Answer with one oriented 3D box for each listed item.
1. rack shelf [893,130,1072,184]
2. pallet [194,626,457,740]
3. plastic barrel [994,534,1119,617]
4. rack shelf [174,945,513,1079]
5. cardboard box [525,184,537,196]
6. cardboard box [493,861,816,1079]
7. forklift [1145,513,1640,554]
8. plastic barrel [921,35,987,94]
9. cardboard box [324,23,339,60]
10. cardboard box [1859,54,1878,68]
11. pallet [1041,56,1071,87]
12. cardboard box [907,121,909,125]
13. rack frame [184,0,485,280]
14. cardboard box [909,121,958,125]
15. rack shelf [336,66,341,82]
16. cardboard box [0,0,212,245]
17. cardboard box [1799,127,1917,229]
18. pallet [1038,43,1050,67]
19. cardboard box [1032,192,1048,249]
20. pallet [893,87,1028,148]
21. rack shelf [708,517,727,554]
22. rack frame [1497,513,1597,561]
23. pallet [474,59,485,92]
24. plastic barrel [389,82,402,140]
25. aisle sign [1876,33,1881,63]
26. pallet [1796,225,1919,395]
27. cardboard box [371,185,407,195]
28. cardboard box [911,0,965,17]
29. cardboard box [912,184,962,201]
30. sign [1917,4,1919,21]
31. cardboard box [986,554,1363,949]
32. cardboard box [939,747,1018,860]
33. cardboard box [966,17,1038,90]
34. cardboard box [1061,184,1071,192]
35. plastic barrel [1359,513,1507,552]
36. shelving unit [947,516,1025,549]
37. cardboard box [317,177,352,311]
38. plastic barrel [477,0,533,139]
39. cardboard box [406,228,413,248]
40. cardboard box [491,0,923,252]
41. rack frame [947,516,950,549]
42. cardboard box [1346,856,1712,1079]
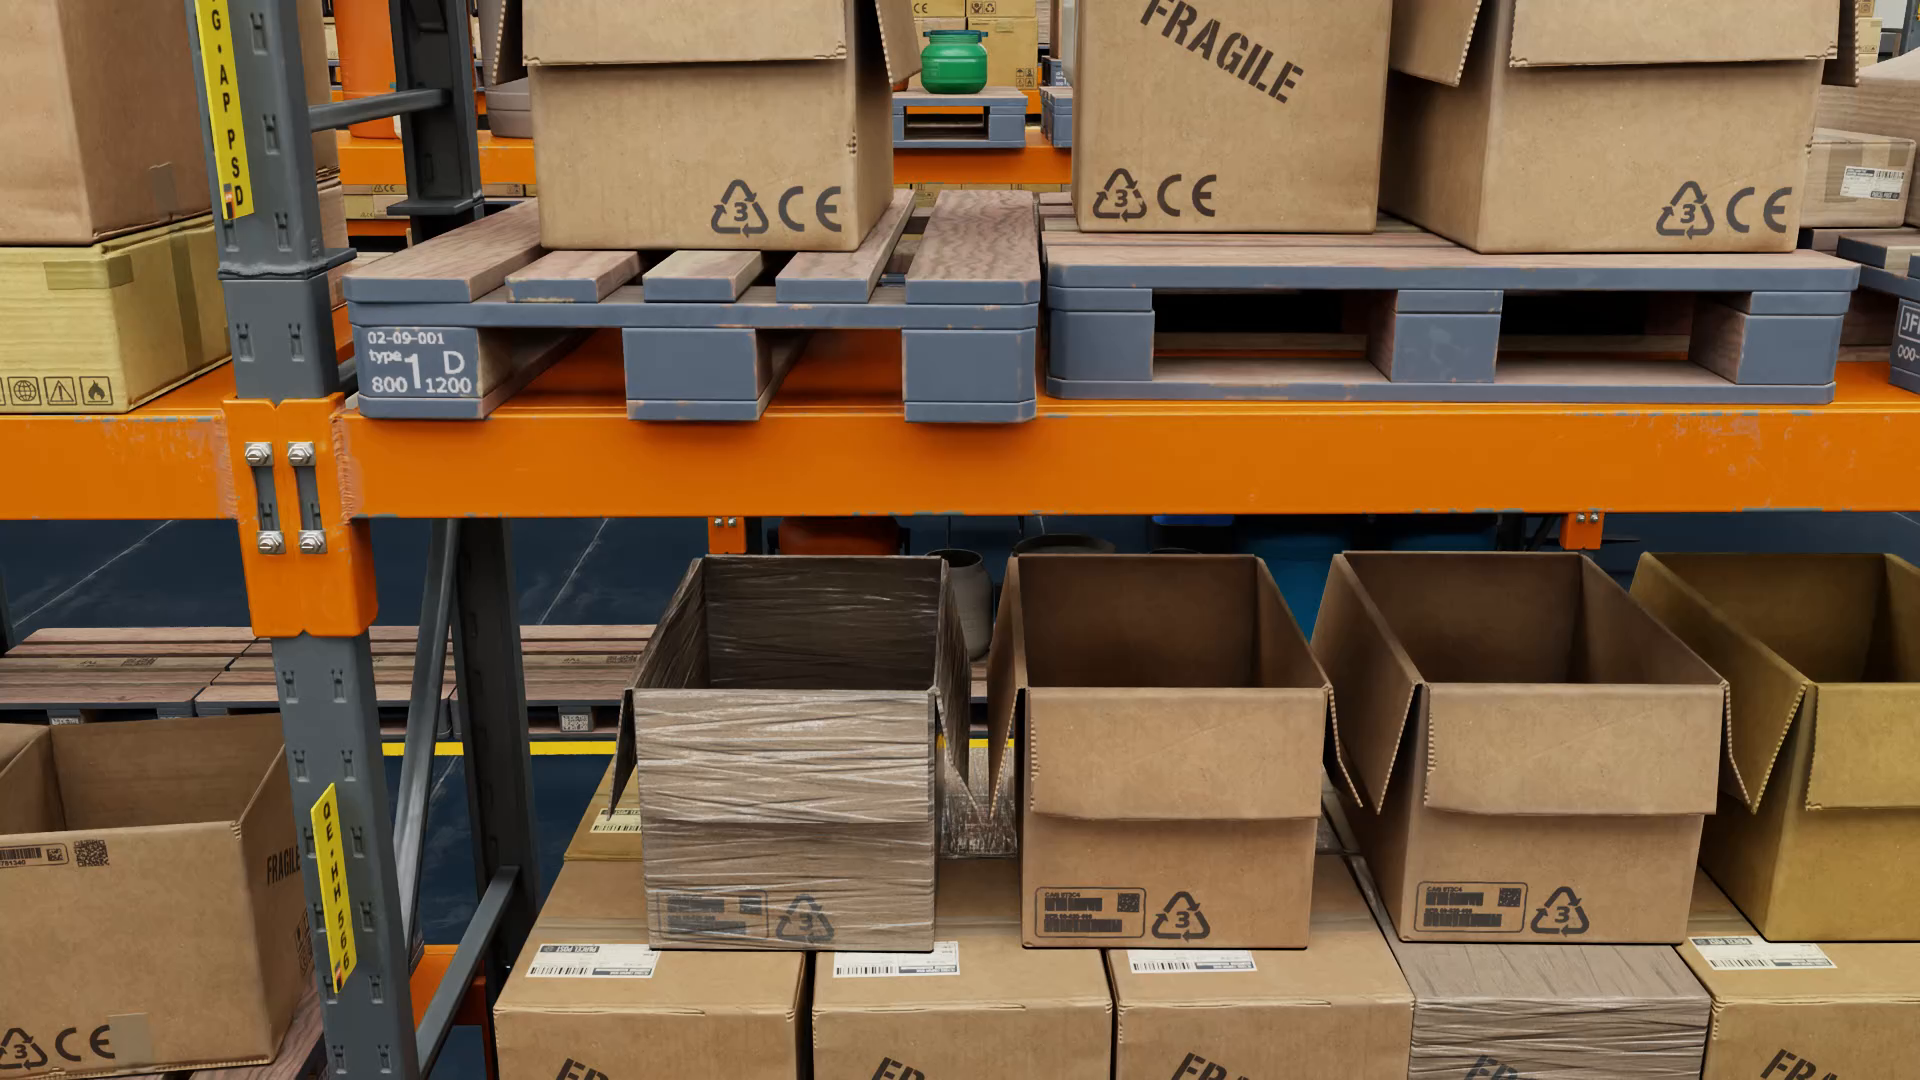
[{"bbox_3d":[0.910,-1.707,7.724,4.000,0.370,1.077,0,18,-1],"label":"rack shelf"},{"bbox_3d":[-3.082,0.713,8.478,1.213,0.211,1.003,0,18,-1],"label":"pallet"},{"bbox_3d":[0.528,0.324,8.387,0.708,0.588,0.600,0,18,-1],"label":"plastic barrel"},{"bbox_3d":[-3.011,1.254,3.406,4.000,0.370,1.077,0,18,-1],"label":"rack shelf"},{"bbox_3d":[-4.177,-3.867,17.309,0.500,0.500,0.700,2,18,5],"label":"cardboard box"},{"bbox_3d":[-0.521,0.935,3.060,0.500,0.500,0.500,0,18,1],"label":"cardboard box"},{"bbox_3d":[2.739,-1.319,10.362,3.031,2.935,1.130,1,18,4],"label":"forklift"},{"bbox_3d":[-0.027,-2.100,7.341,0.294,0.245,0.294,0,18,0],"label":"plastic barrel"},{"bbox_3d":[-4.548,-3.662,12.199,0.500,0.250,0.500,2,18,5],"label":"cardboard box"},{"bbox_3d":[6.325,-3.437,12.185,0.500,0.250,0.500,0,18,-1],"label":"cardboard box"},{"bbox_3d":[1.145,-3.495,12.427,1.003,0.211,1.213,0,18,-1],"label":"pallet"},{"bbox_3d":[-0.797,-4.274,17.550,0.500,0.250,0.500,0,18,1],"label":"cardboard box"},{"bbox_3d":[-1.012,-1.955,2.410,0.127,3.000,1.000,0,18,-1],"label":"rack frame"},{"bbox_3d":[-0.279,-4.276,17.554,0.500,0.250,0.500,-1,18,-3],"label":"cardboard box"},{"bbox_3d":[-7.246,-4.694,17.036,4.000,0.370,1.077,0,18,-1],"label":"rack shelf"},{"bbox_3d":[-1.485,-0.734,2.531,0.500,0.500,0.500,0,18,1],"label":"cardboard box"},{"bbox_3d":[1.497,-0.665,3.023,0.250,0.149,0.380,-1,18,-3],"label":"cardboard box"},{"bbox_3d":[0.515,-5.001,17.125,1.213,0.211,1.003,1,18,2],"label":"pallet"},{"bbox_3d":[0.381,-2.355,12.628,0.500,0.500,0.700,3,18,10],"label":"cardboard box"},{"bbox_3d":[-0.324,-1.923,7.531,1.213,0.211,1.003,0,18,-1],"label":"pallet"},{"bbox_3d":[-3.090,-0.259,8.122,4.000,0.370,1.077,0,18,-1],"label":"rack shelf"},{"bbox_3d":[2.910,-0.631,8.102,0.127,3.000,1.000,0,18,-1],"label":"rack frame"},{"bbox_3d":[-2.960,-3.426,12.214,1.213,0.211,1.003,1,18,2],"label":"pallet"},{"bbox_3d":[-2.358,-1.896,7.364,0.301,0.262,0.301,0,18,0],"label":"plastic barrel"},{"bbox_3d":[6.898,-3.491,12.762,0.004,0.787,0.394,0,18,-1],"label":"aisle sign"},{"bbox_3d":[2.072,-0.435,2.897,1.217,0.209,0.805,-1,18,-3],"label":"pallet"},{"bbox_3d":[-5.714,-3.816,17.018,0.500,0.500,0.500,0,18,-1],"label":"cardboard box"},{"bbox_3d":[-0.218,-4.079,12.140,0.500,0.500,0.500,0,18,-1],"label":"cardboard box"},{"bbox_3d":[-0.233,-3.760,17.174,0.500,0.500,0.500,0,18,1],"label":"cardboard box"},{"bbox_3d":[6.823,-3.843,11.756,0.005,0.325,0.100,0,18,-1],"label":"sign"},{"bbox_3d":[0.371,0.375,3.161,0.637,0.503,0.797,0,18,0],"label":"cardboard box"},{"bbox_3d":[-0.024,0.775,3.557,0.500,0.500,0.500,0,18,-1],"label":"cardboard box"},{"bbox_3d":[0.301,-3.617,12.339,0.500,0.500,0.910,0,18,-1],"label":"cardboard box"},{"bbox_3d":[1.283,-3.771,17.208,0.500,0.500,0.500,0,18,-1],"label":"cardboard box"},{"bbox_3d":[2.365,0.166,8.367,0.708,0.901,0.600,0,18,-1],"label":"plastic barrel"},{"bbox_3d":[0.165,-1.001,10.729,0.503,2.100,0.431,0,18,-1],"label":"shelving unit"},{"bbox_3d":[-1.486,-0.531,3.127,0.500,0.250,0.500,0,18,0],"label":"cardboard box"},{"bbox_3d":[-1.914,-2.341,7.702,0.600,0.901,0.600,0,18,0],"label":"plastic barrel"},{"bbox_3d":[-3.869,-2.154,12.687,0.500,0.500,0.500,1,18,3],"label":"cardboard box"},{"bbox_3d":[-0.403,-0.801,2.866,0.637,0.503,0.797,1,18,2],"label":"cardboard box"},{"bbox_3d":[-0.078,-0.999,10.726,0.015,2.100,0.400,0,18,-1],"label":"rack frame"},{"bbox_3d":[1.006,0.926,3.086,0.500,0.500,0.500,0,18,-1],"label":"cardboard box"}]
